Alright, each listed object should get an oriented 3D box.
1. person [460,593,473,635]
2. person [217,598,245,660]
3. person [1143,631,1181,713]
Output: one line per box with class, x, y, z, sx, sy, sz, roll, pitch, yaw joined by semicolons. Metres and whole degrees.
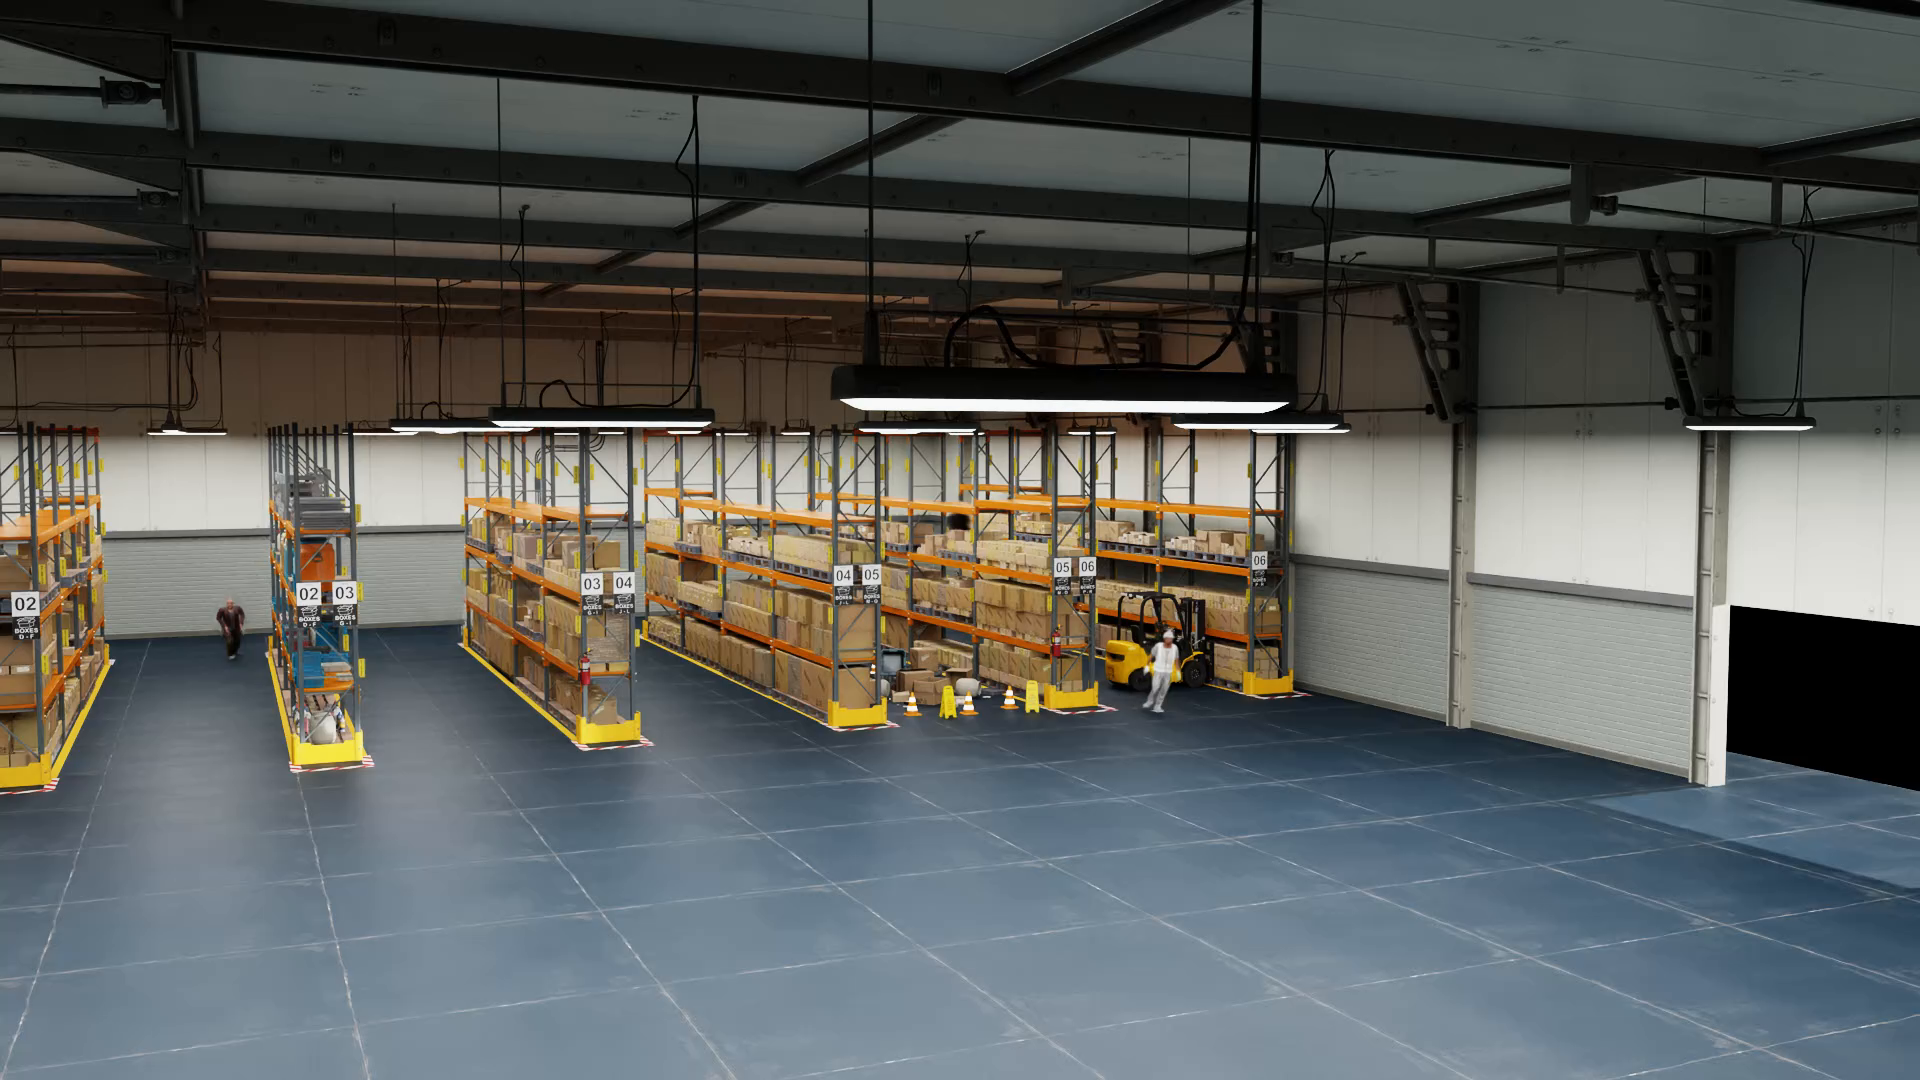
person;-13.772;1.976;47.313;0.760;1.725;0.711;2;4;32
person;-18.871;2.281;43.020;0.715;1.624;0.908;-3;5;-40
person;4.200;2.742;34.624;0.717;1.735;0.613;-1;4;-14
